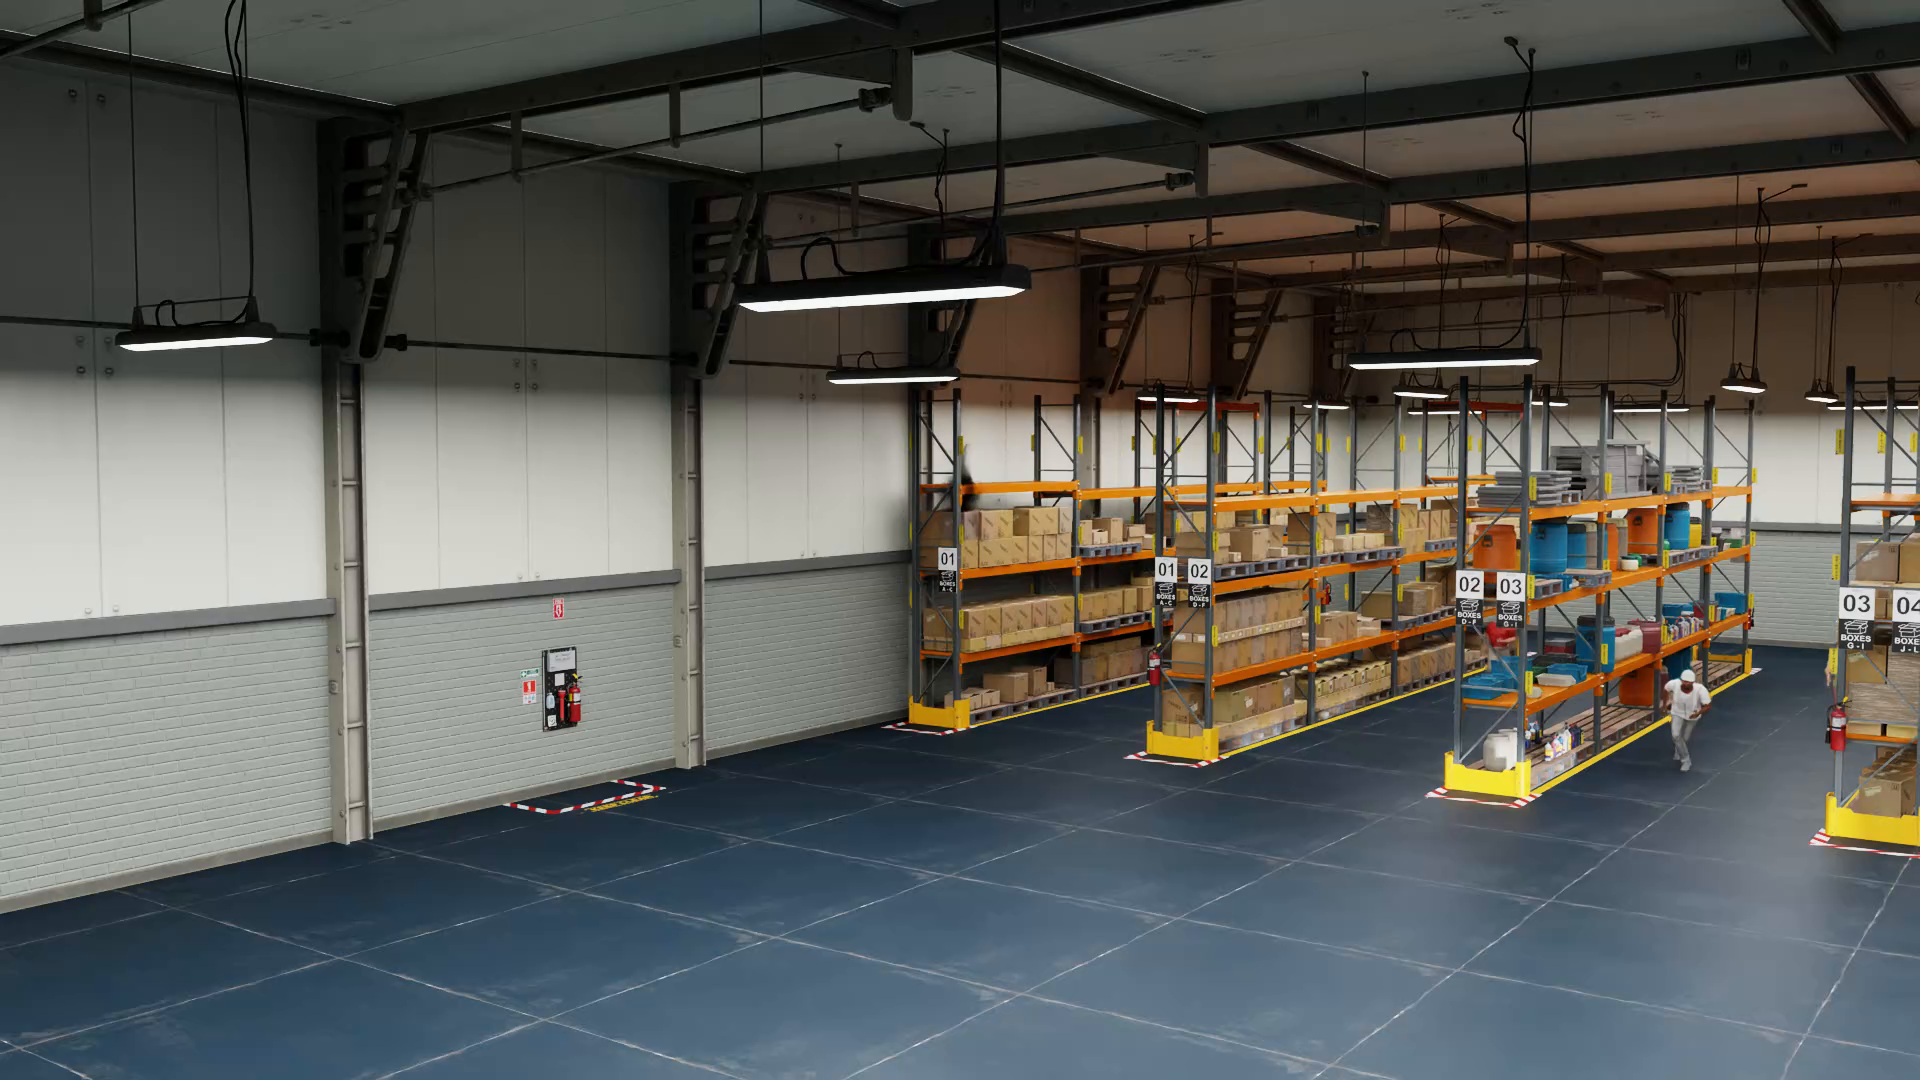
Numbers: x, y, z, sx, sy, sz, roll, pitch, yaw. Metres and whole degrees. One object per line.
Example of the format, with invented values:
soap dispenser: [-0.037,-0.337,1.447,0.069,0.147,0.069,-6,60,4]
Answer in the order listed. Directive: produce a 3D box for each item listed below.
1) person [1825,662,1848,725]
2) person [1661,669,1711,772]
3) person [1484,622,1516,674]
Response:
person: [15.393,2.556,28.949,0.592,1.625,0.616,1,4,22]
person: [11.252,2.752,25.791,0.707,1.599,1.128,1,4,22]
person: [10.686,2.275,32.971,0.630,1.767,0.736,2,4,25]
